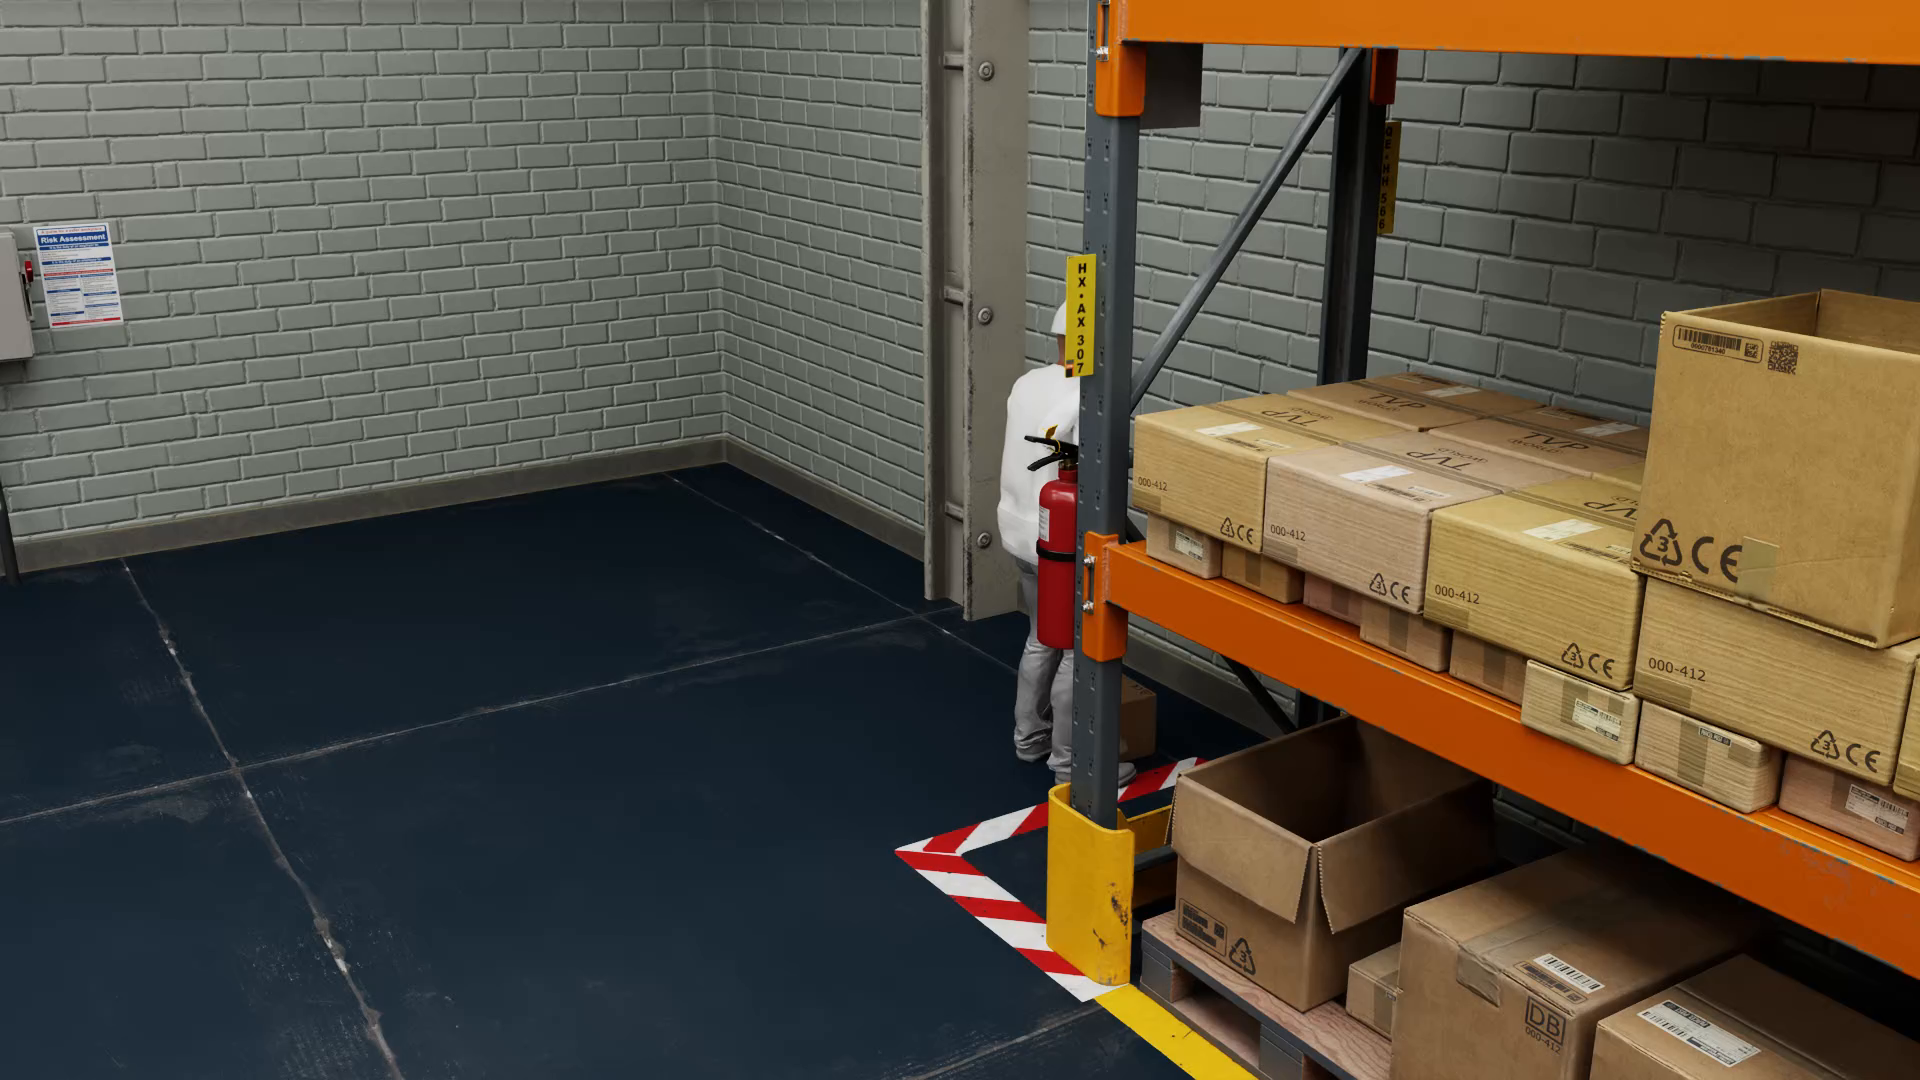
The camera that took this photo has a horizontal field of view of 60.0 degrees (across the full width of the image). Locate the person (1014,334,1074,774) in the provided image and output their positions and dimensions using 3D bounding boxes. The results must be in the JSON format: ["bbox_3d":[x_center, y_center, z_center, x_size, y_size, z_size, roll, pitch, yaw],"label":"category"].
[{"bbox_3d":[0.391,-0.005,6.005,0.362,1.661,0.629,-9,20,-25],"label":"person"}]
